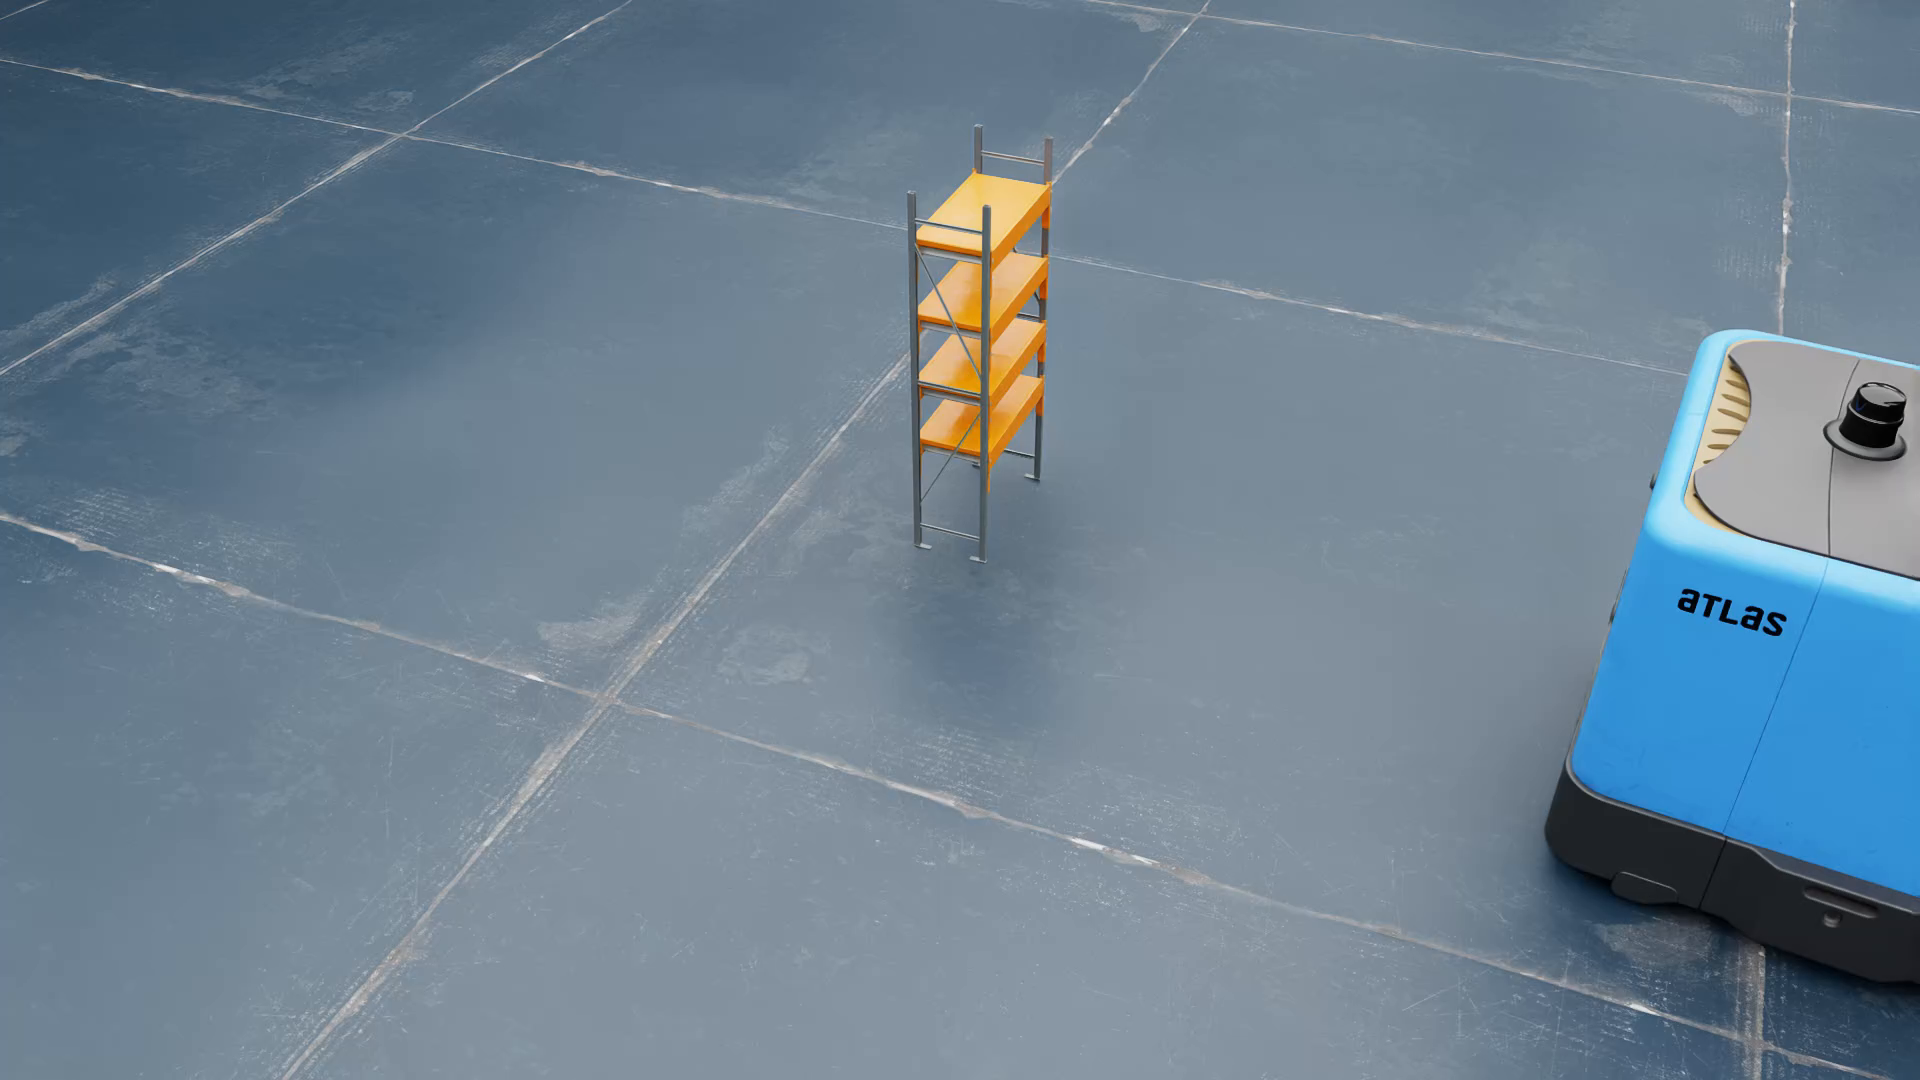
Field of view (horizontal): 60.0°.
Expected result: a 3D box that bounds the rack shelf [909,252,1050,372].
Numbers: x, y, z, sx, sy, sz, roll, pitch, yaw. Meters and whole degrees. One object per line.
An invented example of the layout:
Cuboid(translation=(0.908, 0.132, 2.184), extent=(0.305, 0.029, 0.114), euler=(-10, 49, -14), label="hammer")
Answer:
Cuboid(translation=(0.063, -0.698, 4.920), extent=(0.258, 0.148, 0.480), euler=(14, 39, 18), label="rack shelf")

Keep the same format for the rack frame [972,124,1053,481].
Cuboid(translation=(0.156, -0.707, 5.194), extent=(0.240, 1.200, 0.015), euler=(14, 39, 18), label="rack frame")

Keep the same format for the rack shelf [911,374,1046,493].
Cuboid(translation=(0.063, -0.359, 5.173), extent=(0.258, 0.148, 0.480), euler=(14, 39, 18), label="rack shelf")

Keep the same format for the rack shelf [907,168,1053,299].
Cuboid(translation=(0.063, -0.887, 4.778), extent=(0.258, 0.148, 0.480), euler=(14, 39, 18), label="rack shelf")

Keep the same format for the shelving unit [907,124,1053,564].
Cuboid(translation=(0.063, -0.572, 5.013), extent=(0.258, 1.200, 0.503), euler=(14, 39, 18), label="shelving unit")

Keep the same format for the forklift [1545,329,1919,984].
Cuboid(translation=(3.005, -0.204, 3.075), extent=(3.031, 2.935, 1.130), euler=(17, 40, 22), label="forklift")

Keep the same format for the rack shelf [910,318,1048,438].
Cuboid(translation=(0.063, -0.518, 5.054), extent=(0.258, 0.148, 0.480), euler=(14, 39, 18), label="rack shelf")

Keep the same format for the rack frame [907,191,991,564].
Cuboid(translation=(-0.030, -0.437, 4.833), extent=(0.240, 1.200, 0.015), euler=(14, 39, 18), label="rack frame")
